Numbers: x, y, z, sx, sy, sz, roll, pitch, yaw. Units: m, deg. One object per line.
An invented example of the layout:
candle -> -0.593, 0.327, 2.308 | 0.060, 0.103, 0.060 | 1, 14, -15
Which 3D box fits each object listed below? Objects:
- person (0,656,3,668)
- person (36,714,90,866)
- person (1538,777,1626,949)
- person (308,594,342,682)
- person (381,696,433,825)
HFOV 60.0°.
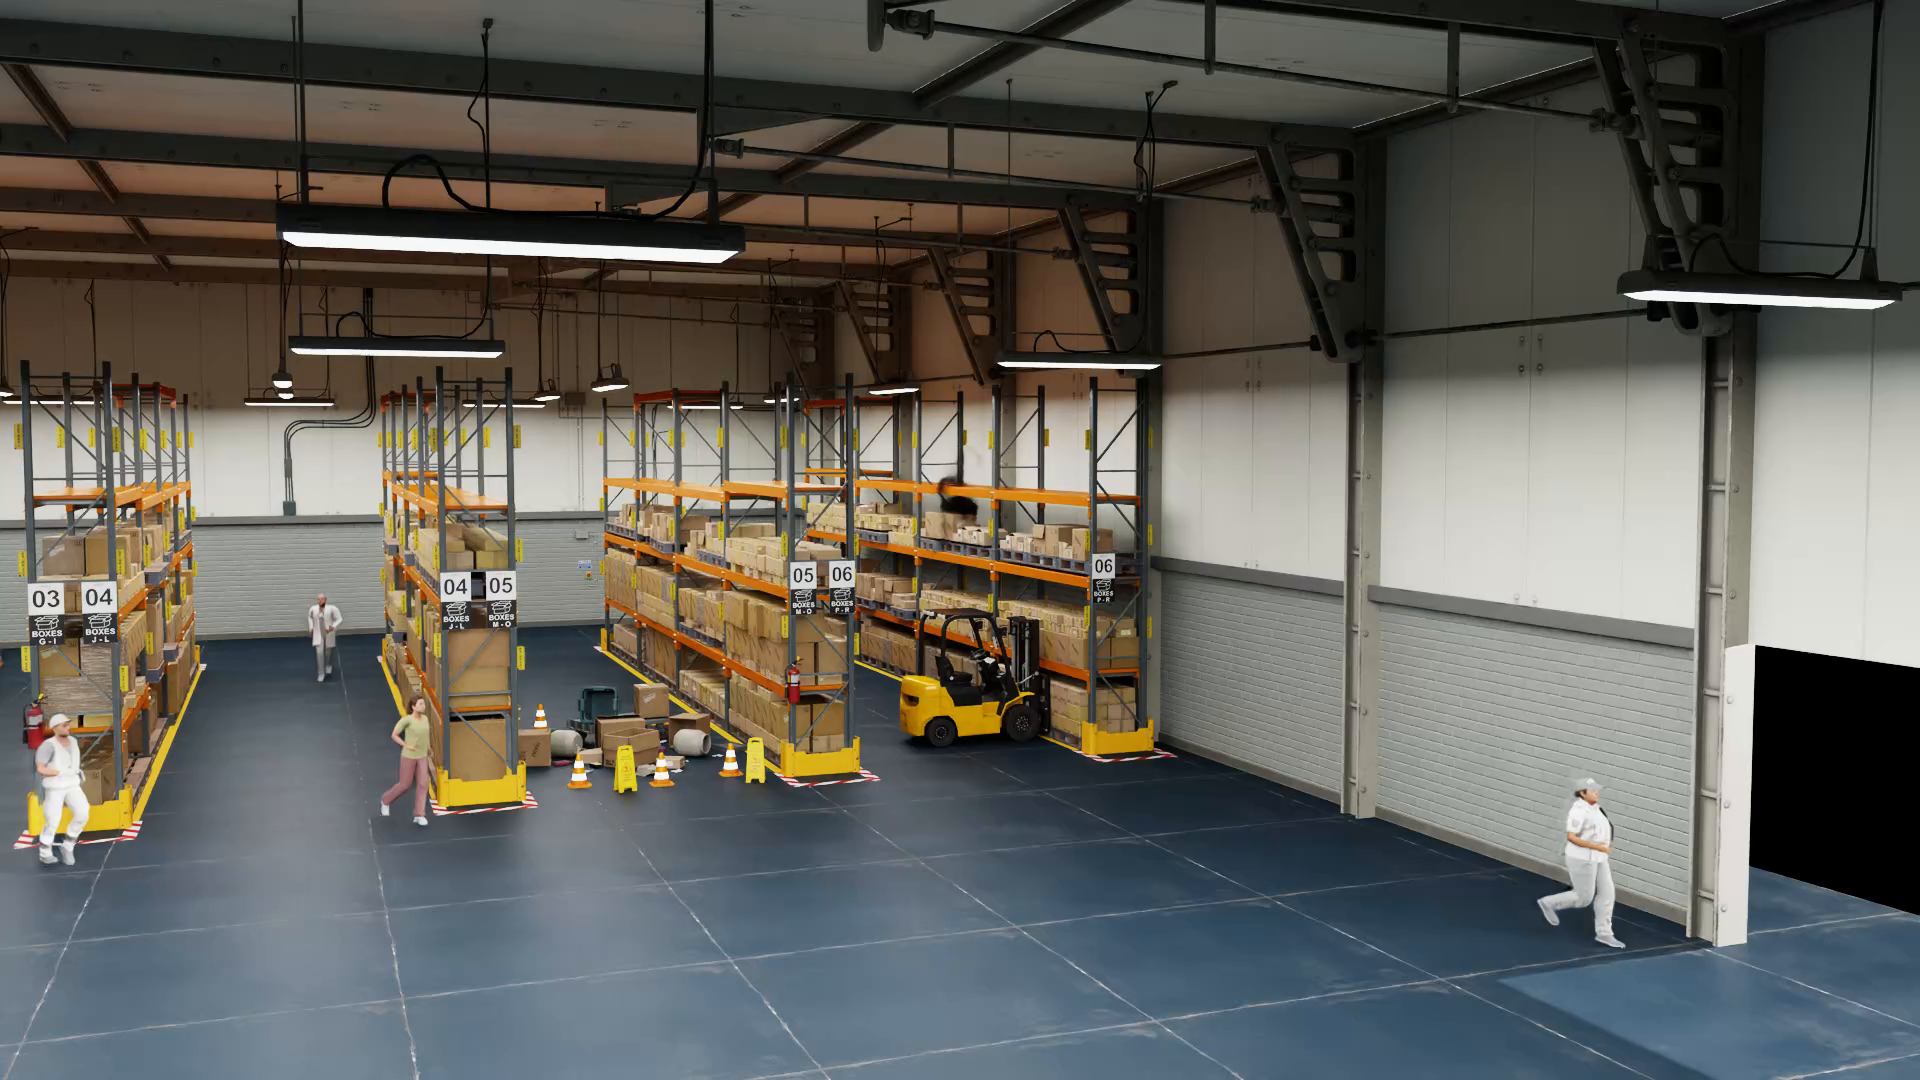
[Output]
person -> -17.104, 2.449, 29.114 | 0.616, 1.603, 0.724 | -2, 4, -30
person -> -10.516, 2.937, 19.538 | 0.678, 1.794, 0.665 | 2, 4, 27
person -> 6.224, 3.185, 16.576 | 0.849, 1.658, 0.607 | 3, 5, 45
person -> -13.299, 2.024, 34.851 | 0.704, 1.818, 0.917 | -1, 4, -11
person -> -7.137, 2.859, 21.836 | 0.913, 1.627, 0.634 | 3, 4, 36
